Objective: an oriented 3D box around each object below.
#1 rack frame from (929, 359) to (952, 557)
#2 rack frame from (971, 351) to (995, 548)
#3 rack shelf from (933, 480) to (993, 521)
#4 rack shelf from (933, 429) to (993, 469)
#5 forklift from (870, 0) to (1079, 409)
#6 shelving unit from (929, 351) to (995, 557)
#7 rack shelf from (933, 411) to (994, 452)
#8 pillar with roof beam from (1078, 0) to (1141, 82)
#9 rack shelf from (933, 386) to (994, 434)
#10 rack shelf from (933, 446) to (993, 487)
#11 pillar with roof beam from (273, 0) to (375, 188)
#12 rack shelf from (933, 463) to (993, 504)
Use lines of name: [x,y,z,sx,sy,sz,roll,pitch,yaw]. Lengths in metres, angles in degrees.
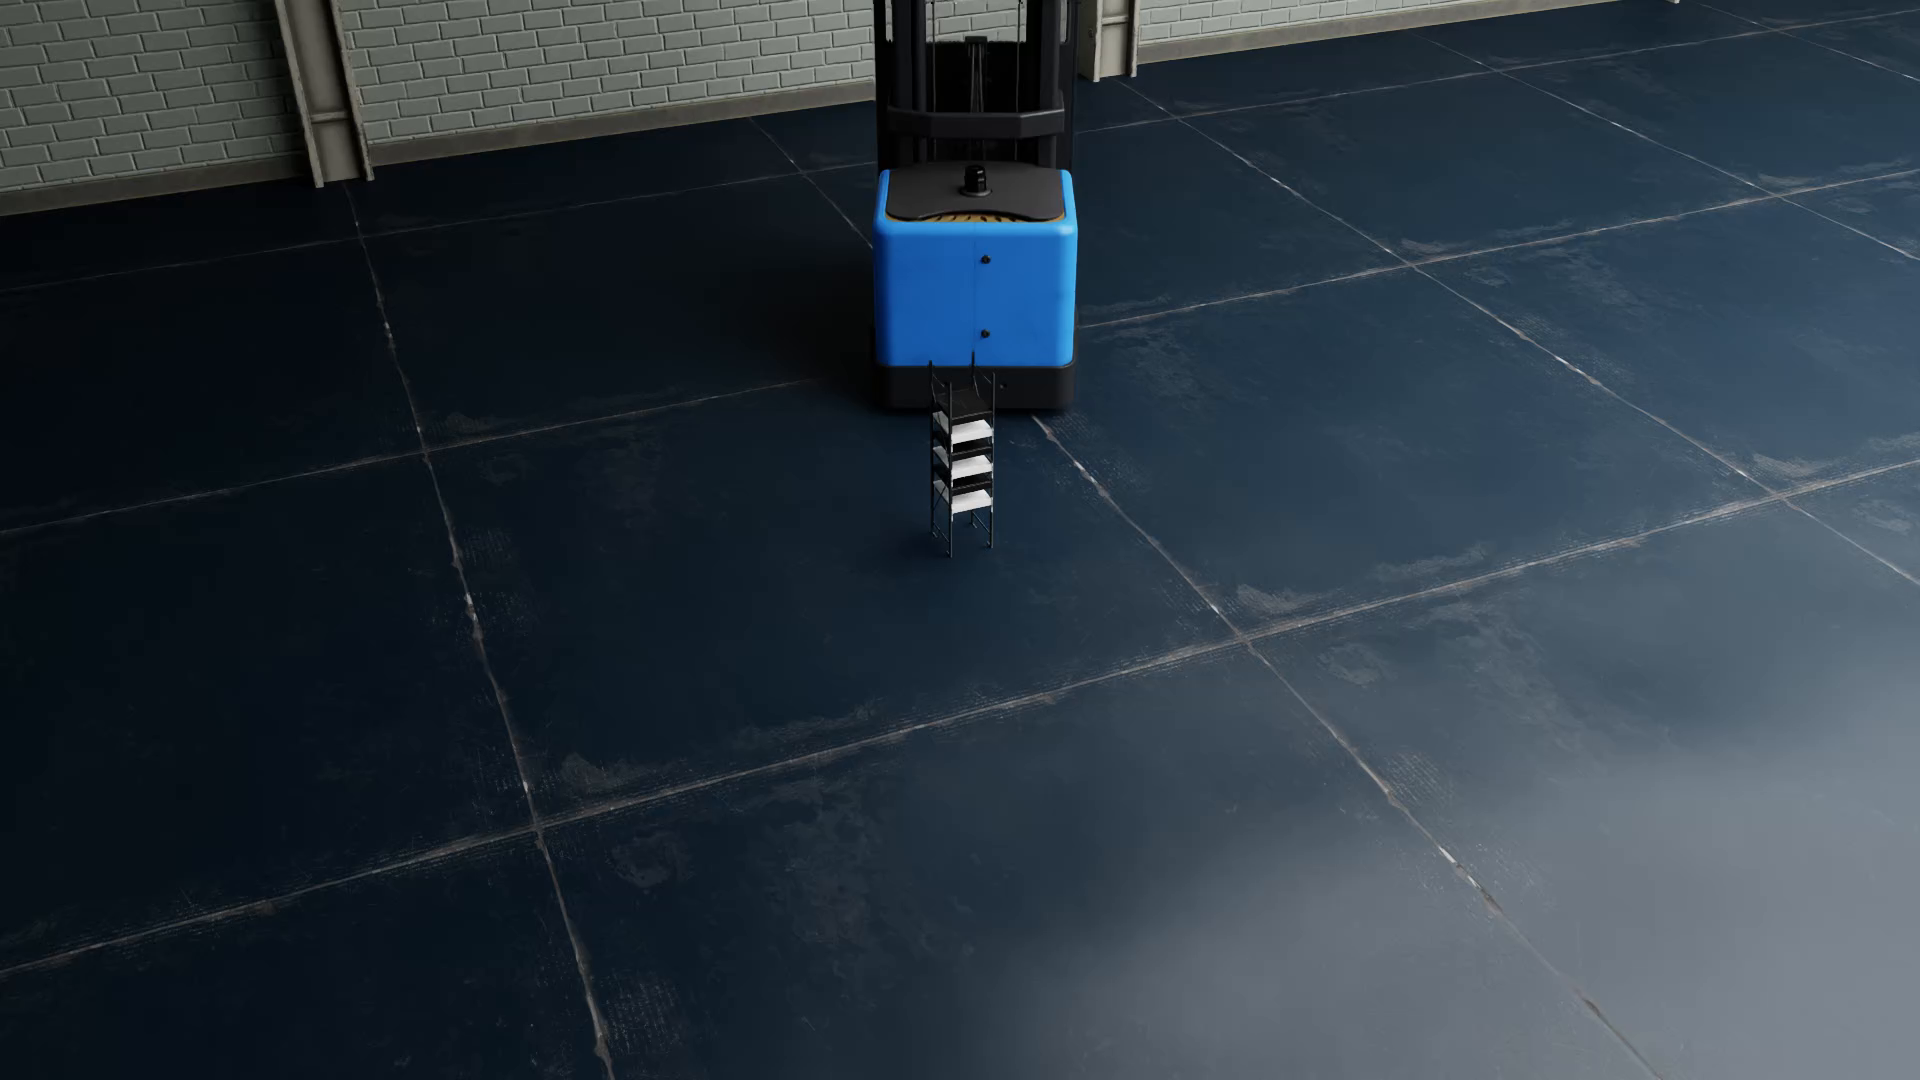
rack frame: [-0.086,-0.357,7.474,0.006,0.900,0.240,-13,35,-19]
rack frame: [0.101,-0.400,7.540,0.006,0.900,0.240,-13,35,-19]
rack shelf: [0.007,-0.200,7.624,0.200,0.077,0.258,-13,35,-19]
rack shelf: [0.008,-0.426,7.476,0.200,0.077,0.258,-13,35,-19]
forklift: [0.088,-2.681,9.182,1.130,2.935,3.031,0,33,0]
shelving unit: [0.008,-0.379,7.507,0.210,0.900,0.258,-13,35,-19]
rack shelf: [0.008,-0.502,7.427,0.200,0.077,0.258,-13,35,-19]
pillar with roof beam: [2.867,-5.426,7.838,0.400,9.000,9.100,-13,35,-19]
rack shelf: [0.008,-0.577,7.378,0.200,0.077,0.258,-13,35,-19]
rack shelf: [0.008,-0.351,7.525,0.200,0.077,0.258,-13,35,-19]
pillar with roof beam: [-2.665,-4.159,5.891,0.400,9.000,9.100,-13,35,-19]
rack shelf: [0.007,-0.276,7.574,0.200,0.077,0.258,-13,35,-19]
